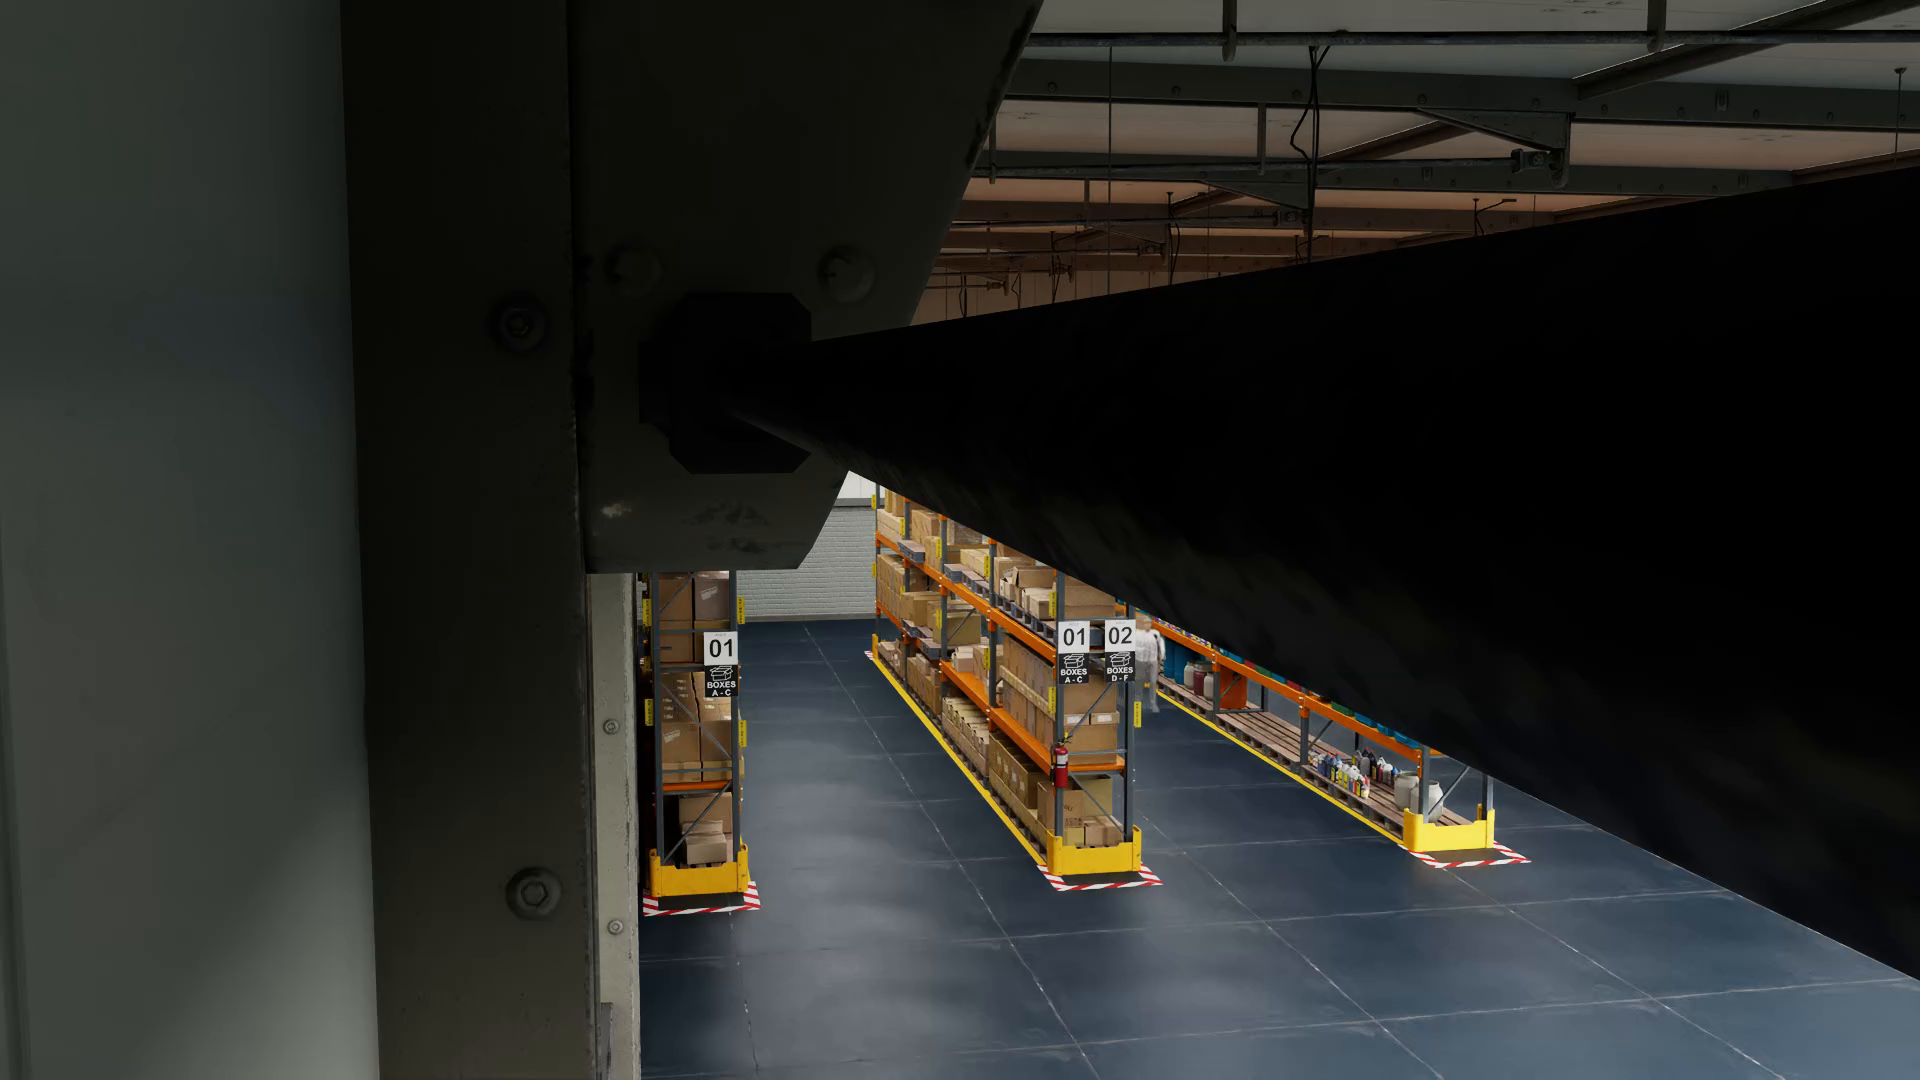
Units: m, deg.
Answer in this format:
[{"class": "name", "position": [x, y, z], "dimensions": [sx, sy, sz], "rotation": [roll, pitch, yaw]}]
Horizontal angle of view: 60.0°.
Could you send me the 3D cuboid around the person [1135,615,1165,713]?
[{"class": "person", "position": [3.332, 2.188, 29.369], "dimensions": [0.625, 1.733, 0.960], "rotation": [0, 6, -3]}]
